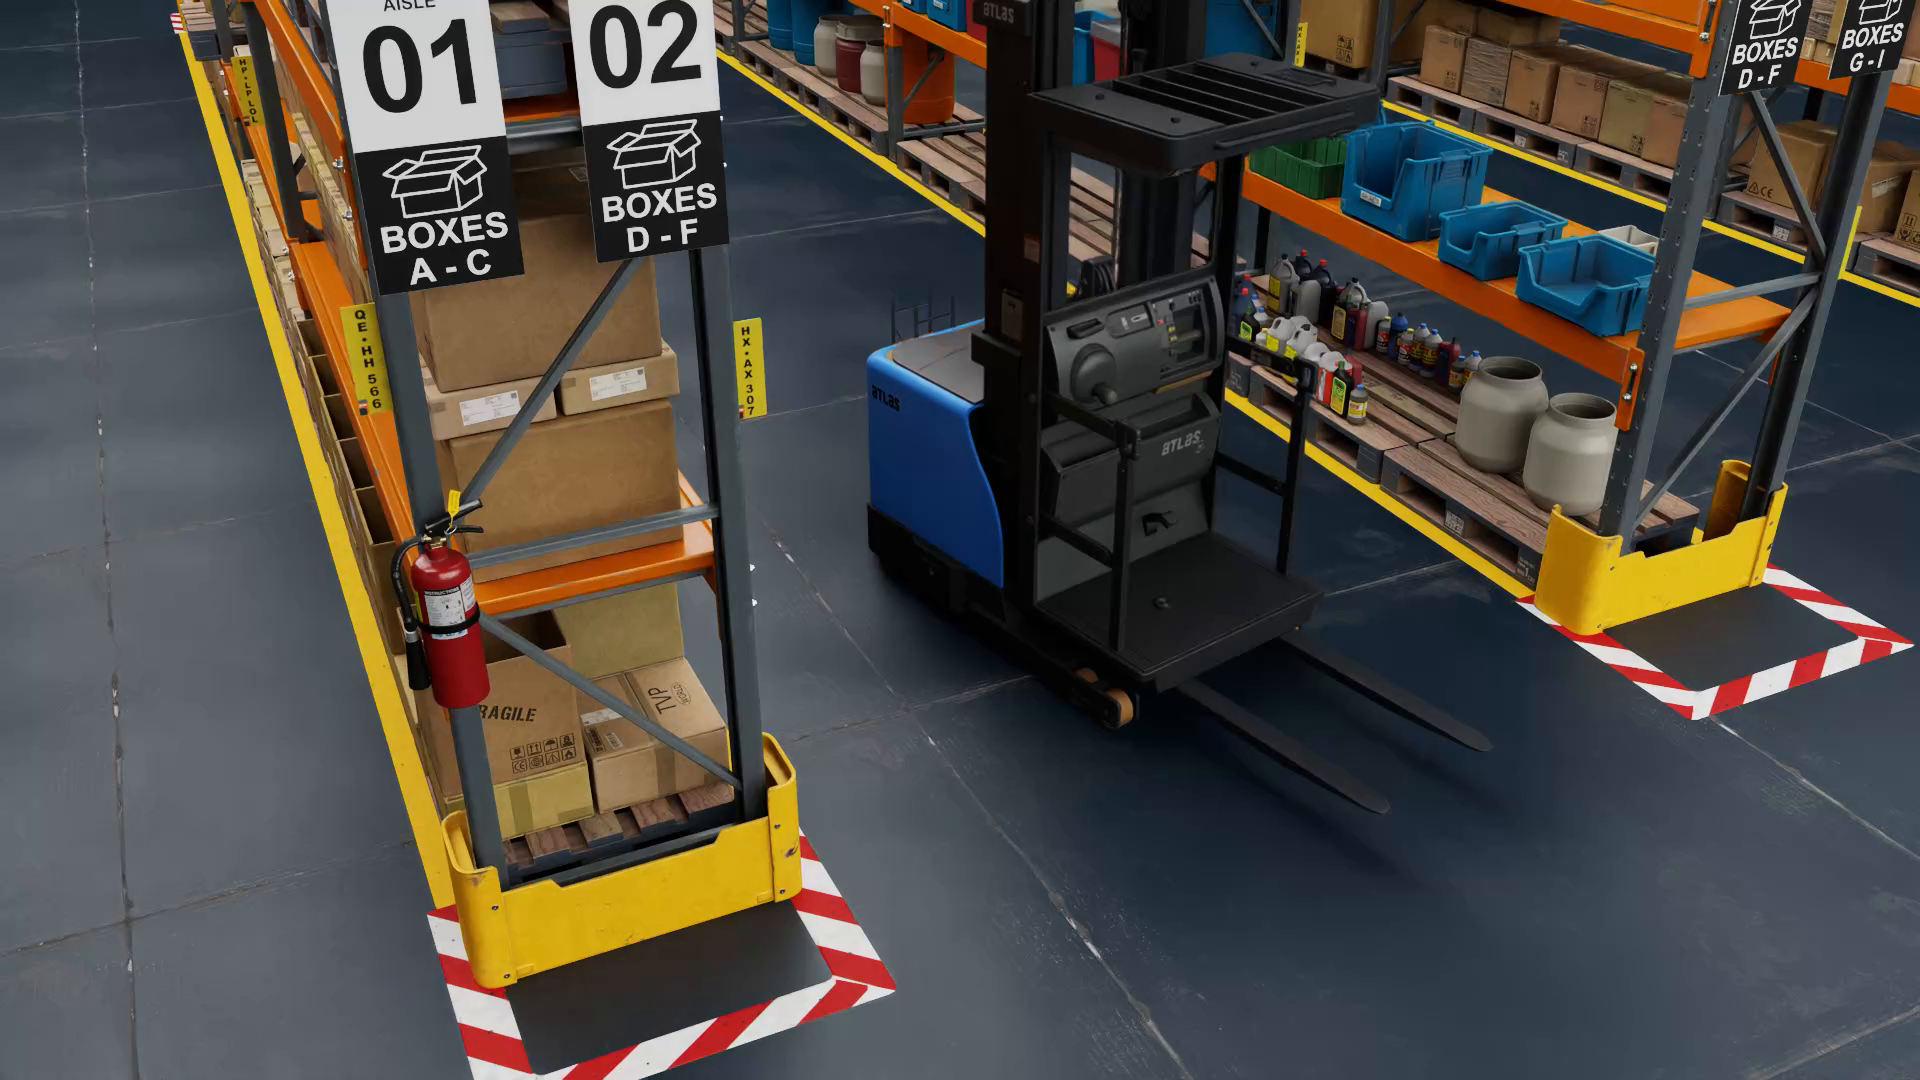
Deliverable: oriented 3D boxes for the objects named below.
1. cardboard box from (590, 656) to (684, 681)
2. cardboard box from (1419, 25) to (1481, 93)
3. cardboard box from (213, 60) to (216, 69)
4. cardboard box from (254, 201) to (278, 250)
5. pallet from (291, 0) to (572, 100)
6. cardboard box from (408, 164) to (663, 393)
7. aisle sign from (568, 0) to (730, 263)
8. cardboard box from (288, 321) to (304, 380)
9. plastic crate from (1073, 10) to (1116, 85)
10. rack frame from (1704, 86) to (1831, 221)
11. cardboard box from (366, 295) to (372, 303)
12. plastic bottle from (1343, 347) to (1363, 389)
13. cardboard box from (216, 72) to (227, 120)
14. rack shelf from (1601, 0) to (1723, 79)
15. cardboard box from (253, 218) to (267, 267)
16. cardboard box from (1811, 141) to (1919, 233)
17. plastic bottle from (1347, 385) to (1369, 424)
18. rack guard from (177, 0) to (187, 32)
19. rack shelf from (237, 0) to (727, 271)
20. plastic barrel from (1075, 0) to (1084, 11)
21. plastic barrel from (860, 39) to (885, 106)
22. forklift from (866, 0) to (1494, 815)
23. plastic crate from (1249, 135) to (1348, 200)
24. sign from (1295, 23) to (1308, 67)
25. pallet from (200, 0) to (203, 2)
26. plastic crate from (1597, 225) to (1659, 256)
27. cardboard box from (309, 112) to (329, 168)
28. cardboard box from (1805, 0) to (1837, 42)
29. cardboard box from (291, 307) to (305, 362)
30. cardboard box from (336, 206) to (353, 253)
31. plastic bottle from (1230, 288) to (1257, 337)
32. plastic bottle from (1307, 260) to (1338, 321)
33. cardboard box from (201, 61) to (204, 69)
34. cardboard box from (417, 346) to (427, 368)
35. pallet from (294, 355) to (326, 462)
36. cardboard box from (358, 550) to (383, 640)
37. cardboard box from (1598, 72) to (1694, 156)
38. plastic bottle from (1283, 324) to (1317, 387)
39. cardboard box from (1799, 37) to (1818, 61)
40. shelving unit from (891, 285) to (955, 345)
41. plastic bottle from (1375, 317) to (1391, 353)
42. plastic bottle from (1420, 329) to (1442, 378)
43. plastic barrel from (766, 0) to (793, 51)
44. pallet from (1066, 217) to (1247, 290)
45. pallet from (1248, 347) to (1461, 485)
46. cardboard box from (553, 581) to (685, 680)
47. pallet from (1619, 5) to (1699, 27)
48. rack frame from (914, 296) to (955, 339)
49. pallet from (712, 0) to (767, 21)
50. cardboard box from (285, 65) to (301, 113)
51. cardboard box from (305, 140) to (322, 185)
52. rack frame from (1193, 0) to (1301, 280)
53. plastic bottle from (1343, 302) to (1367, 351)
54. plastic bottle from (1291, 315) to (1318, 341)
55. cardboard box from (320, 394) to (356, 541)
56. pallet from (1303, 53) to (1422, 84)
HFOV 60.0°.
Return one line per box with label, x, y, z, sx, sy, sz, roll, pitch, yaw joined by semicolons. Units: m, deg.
cardboard box;-1.407;0.509;6.658;0.500;0.250;0.500;-13;32;-22
cardboard box;4.660;-4.426;15.182;0.700;0.500;0.500;-15;33;-25
cardboard box;-5.895;-4.027;13.703;0.500;0.250;0.500;-13;32;-22
cardboard box;-4.185;-2.017;10.588;0.500;0.311;0.500;-14;32;-23
pallet;-1.440;-1.591;5.044;1.003;0.211;1.213;-13;32;-22
cardboard box;-1.372;-0.845;5.262;0.700;0.500;0.500;-13;32;-22
aisle sign;-0.855;-1.173;4.617;0.394;0.787;0.004;-13;32;-22
cardboard box;-3.533;-1.101;9.528;0.500;0.250;0.500;-14;32;-23
plastic crate;0.844;-3.224;10.949;0.392;0.384;0.575;-13;32;-22
rack frame;6.071;-3.849;12.047;1.000;3.000;0.127;-13;32;-22
cardboard box;-2.016;-0.939;6.756;0.700;0.500;0.500;-12;31;-21
plastic bottle;2.143;-0.908;9.130;0.061;0.283;0.133;-13;32;-22
cardboard box;-5.877;-3.686;13.862;0.500;0.500;0.500;-13;32;-21
rack shelf;2.457;-2.920;8.059;1.077;0.370;4.000;-13;32;-22
cardboard box;-4.418;-2.006;11.143;0.500;0.250;0.500;-14;32;-23
cardboard box;6.460;-2.505;11.777;0.500;0.500;0.500;-3;29;-6
plastic bottle;2.131;-0.733;8.901;0.097;0.201;0.097;0;29;0
rack guard;-7.996;-5.948;18.345;1.175;0.500;0.348;-13;32;-22
rack shelf;-2.019;-1.882;6.207;1.077;0.370;4.000;-13;32;-22
plastic barrel;0.885;-3.852;11.914;0.433;0.535;0.433;0;29;0
plastic barrel;-0.668;-4.117;14.640;0.421;0.512;0.421;0;29;0
forklift;0.858;-0.776;6.637;1.130;2.935;3.031;-21;35;-32
plastic crate;1.926;-2.058;9.069;0.450;0.188;0.662;-13;32;-22
sign;2.100;-3.040;10.322;0.100;0.325;0.005;-13;32;-22
pallet;-5.433;-4.312;13.069;1.003;0.211;1.213;-13;32;-22
plastic crate;3.222;-1.390;7.931;0.298;0.136;0.250;-13;32;-22
cardboard box;-2.463;-1.962;7.254;0.700;0.500;0.500;-13;32;-22
cardboard box;6.209;-3.811;11.572;0.875;0.500;0.500;-13;32;-22
cardboard box;-3.310;-1.118;8.985;0.500;0.311;0.500;-13;32;-22
cardboard box;-2.268;-1.254;6.654;0.380;0.149;0.250;-13;32;-22
plastic bottle;1.651;-1.318;9.793;0.144;0.351;0.185;-15;32;-24
plastic bottle;2.217;-1.537;10.182;0.144;0.351;0.185;-15;32;-24
cardboard box;-7.028;-4.598;15.848;0.380;0.149;0.250;-13;32;-22
cardboard box;-1.610;-0.574;5.442;0.380;0.149;0.250;-12;32;-21
pallet;-3.229;-0.872;9.588;1.003;0.211;1.213;-13;32;-22
cardboard box;-2.312;0.178;7.248;0.500;0.250;0.500;-13;32;-22
cardboard box;5.640;-3.441;13.425;0.700;0.500;0.500;-13;32;-22
plastic bottle;1.913;-1.048;9.311;0.144;0.351;0.185;-12;31;-20
cardboard box;5.988;-3.468;11.625;0.380;0.149;0.250;-13;32;-22
shelving unit;-0.175;-0.627;8.141;0.258;1.200;0.189;-21;35;-32
plastic bottle;2.498;-1.210;9.752;0.097;0.201;0.097;0;29;0
plastic bottle;2.671;-1.062;9.416;0.097;0.271;0.097;0;29;0
plastic barrel;-1.618;-5.367;16.470;0.600;0.901;0.708;-13;32;-22
pallet;1.226;-1.931;11.479;1.003;0.211;1.213;-13;32;-22
pallet;2.376;-0.748;9.367;1.003;0.211;1.213;-13;32;-22
cardboard box;-1.406;0.181;6.475;0.500;0.500;0.500;-13;32;-22
pallet;5.875;-4.133;12.751;1.003;0.211;1.213;-13;32;-22
rack frame;-0.119;-0.592;8.078;0.240;1.200;0.006;-21;35;-32
pallet;-2.715;-5.983;18.704;1.003;0.211;1.213;-13;32;-22
cardboard box;-3.633;-2.611;9.737;0.500;0.500;0.500;-13;32;-22
cardboard box;-2.716;-1.713;7.473;0.380;0.149;0.250;-14;32;-23
rack frame;1.598;-2.809;10.192;1.000;3.000;0.127;-13;32;-22
plastic bottle;2.326;-1.269;9.774;0.061;0.283;0.133;-13;32;-22
plastic bottle;1.956;-1.140;9.551;0.152;0.276;0.135;-13;32;-22
cardboard box;-2.531;-0.369;7.457;0.500;0.500;0.500;-13;32;-22
pallet;4.084;-4.764;16.529;1.003;0.211;1.213;-13;32;-22
